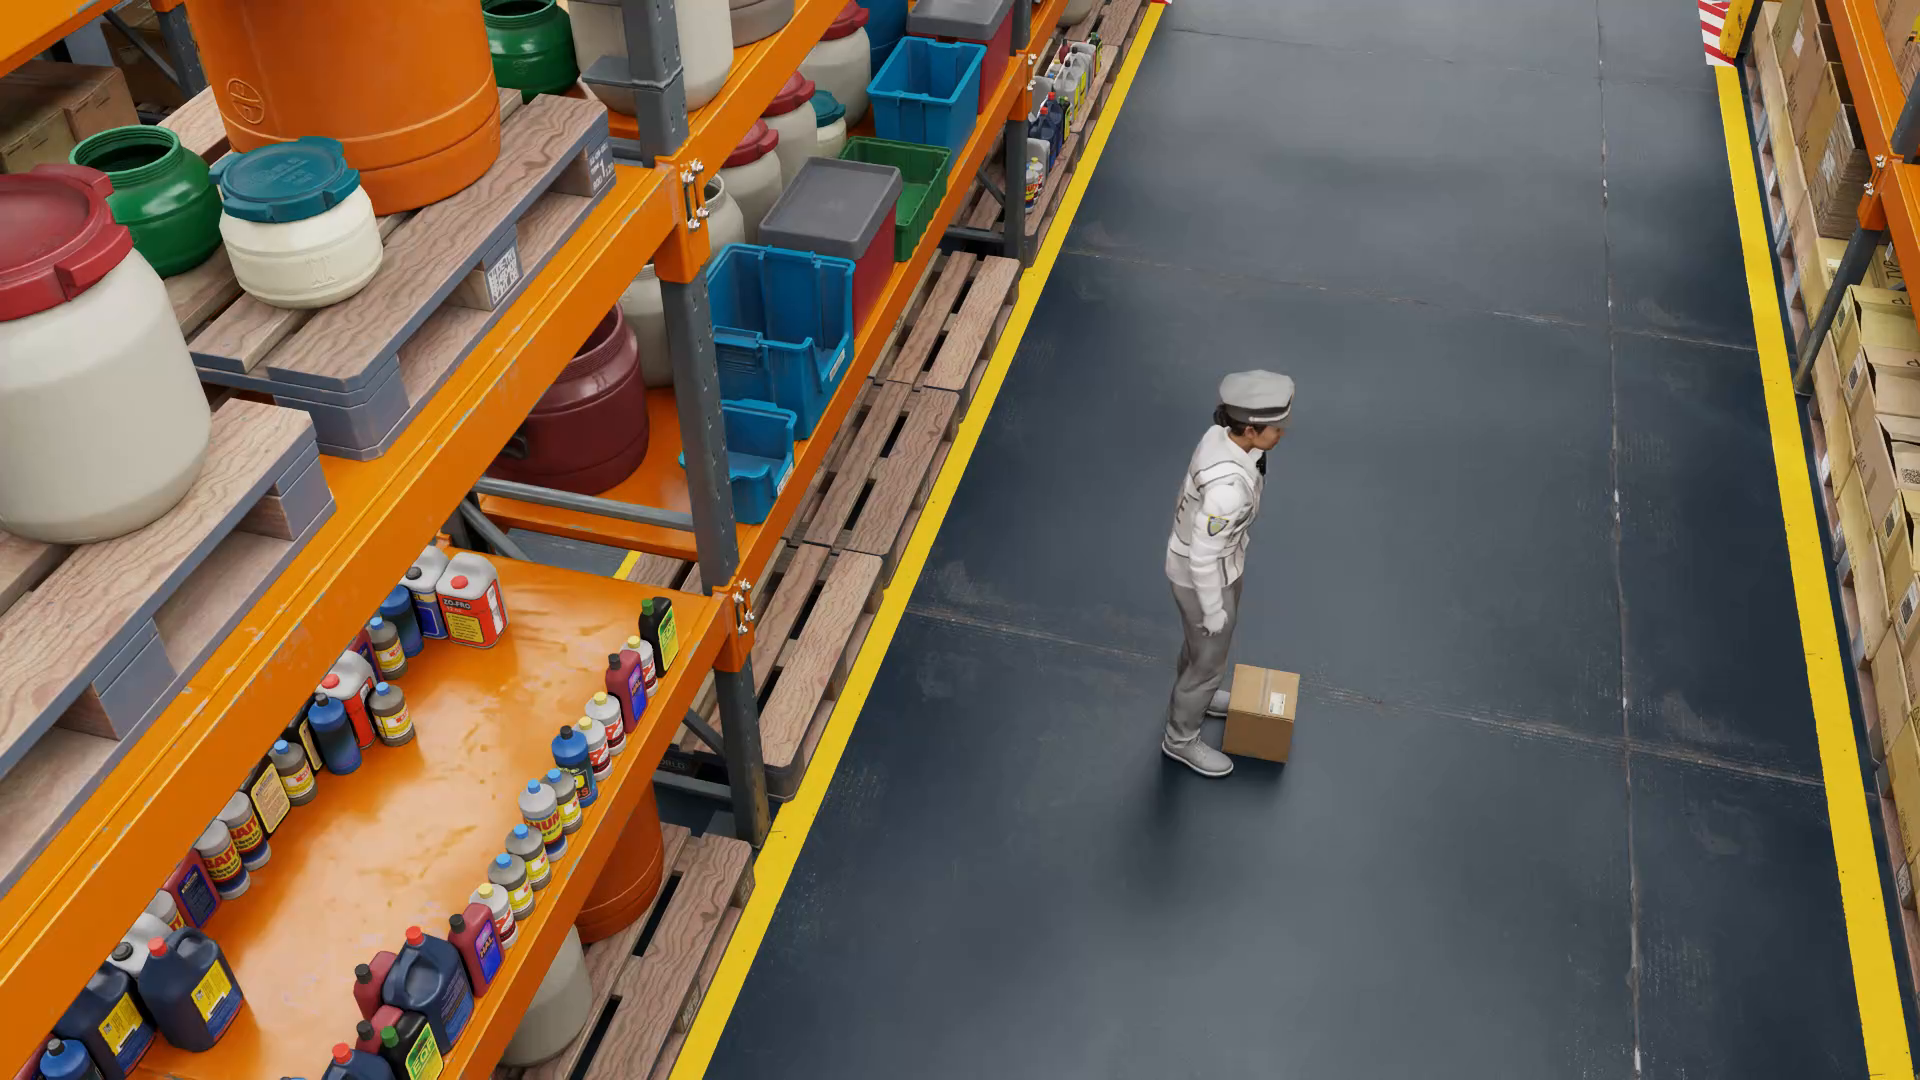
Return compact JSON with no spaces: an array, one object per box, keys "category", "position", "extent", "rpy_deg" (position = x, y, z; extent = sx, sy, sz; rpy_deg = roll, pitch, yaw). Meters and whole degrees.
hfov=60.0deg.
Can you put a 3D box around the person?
[{"category":"person","position":[0.930,0.111,6.030],"extent":[0.374,1.662,0.526],"rpy_deg":[10,42,11]}]
